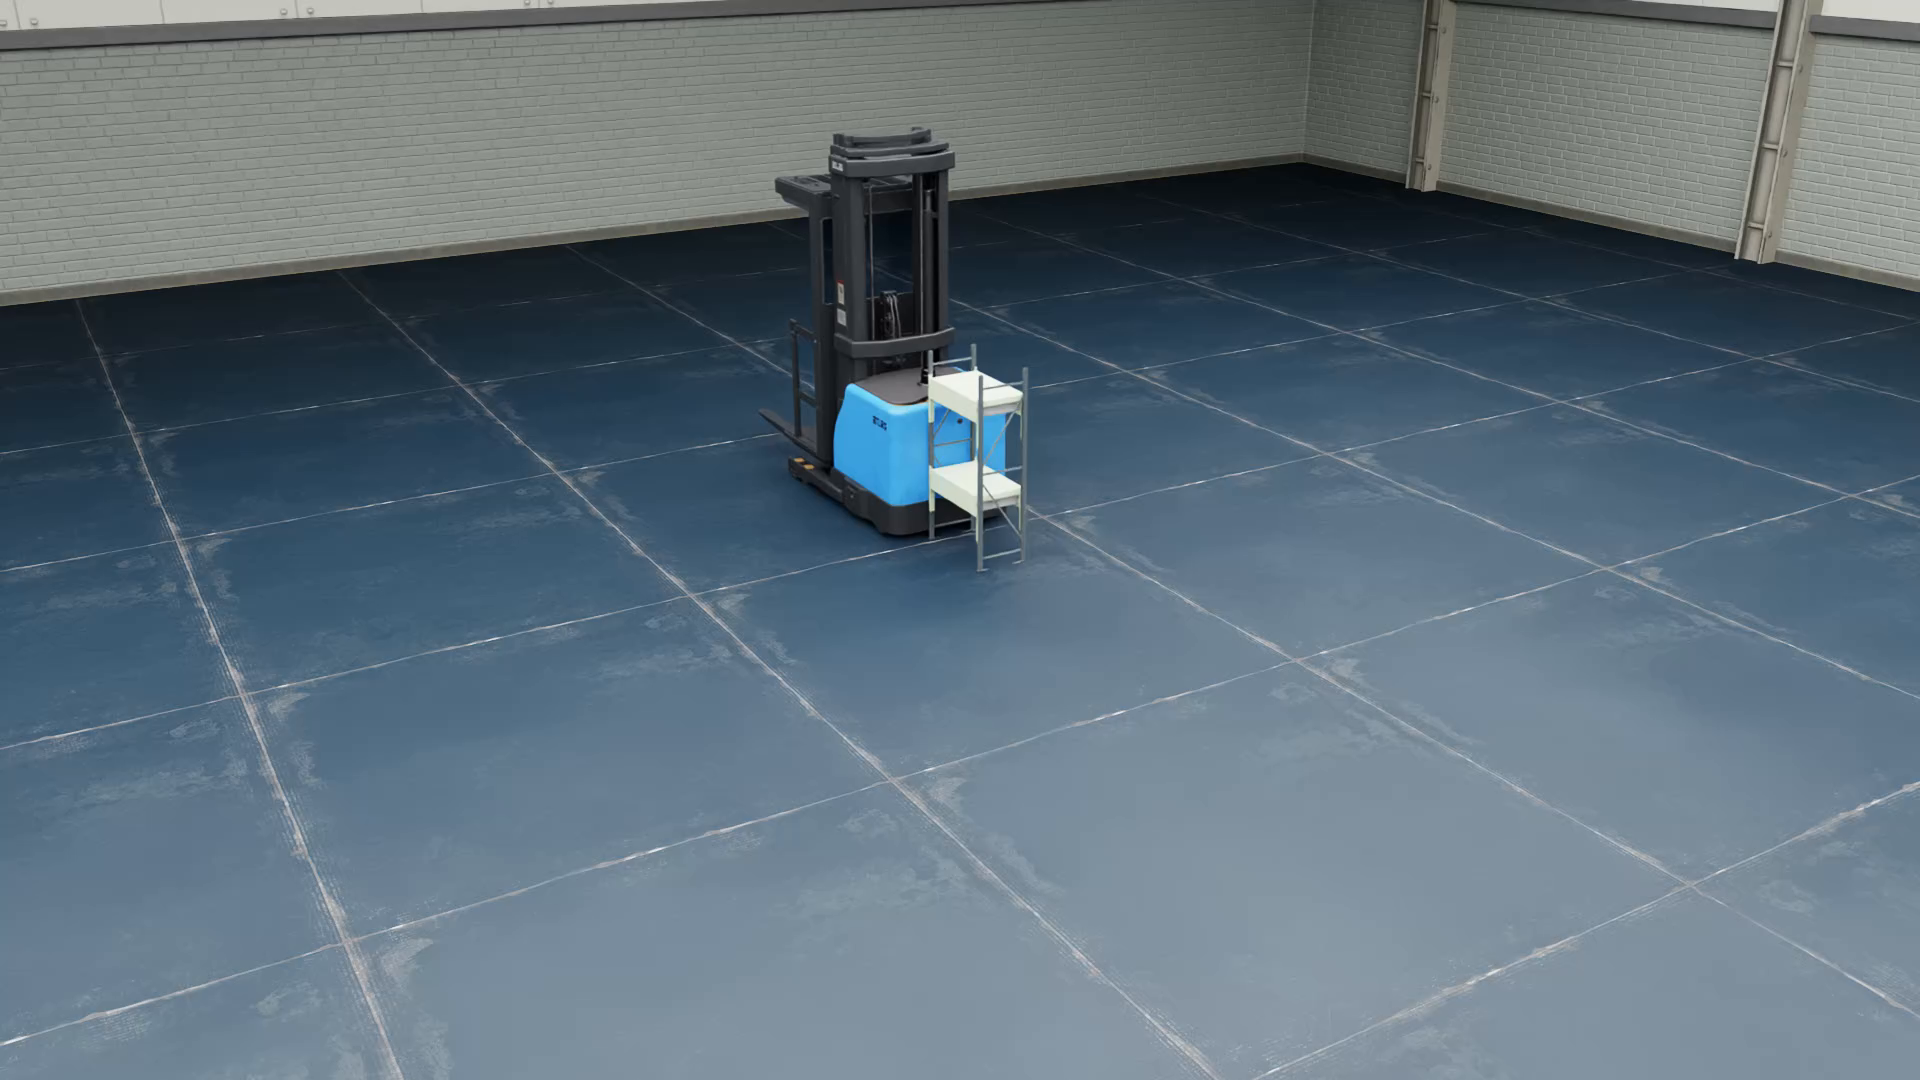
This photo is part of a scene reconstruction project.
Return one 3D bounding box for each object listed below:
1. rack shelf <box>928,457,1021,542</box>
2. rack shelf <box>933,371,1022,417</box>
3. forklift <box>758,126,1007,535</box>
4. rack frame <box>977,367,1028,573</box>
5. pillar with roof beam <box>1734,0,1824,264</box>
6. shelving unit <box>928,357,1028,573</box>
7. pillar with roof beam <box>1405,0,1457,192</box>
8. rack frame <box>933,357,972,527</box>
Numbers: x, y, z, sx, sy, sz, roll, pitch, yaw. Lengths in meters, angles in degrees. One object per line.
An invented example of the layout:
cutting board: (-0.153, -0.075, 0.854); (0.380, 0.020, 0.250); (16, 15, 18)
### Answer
rack shelf: (0.123, -0.312, 12.453); (0.431, 0.370, 0.720); (-12, 25, -27)
rack shelf: (0.123, -1.066, 12.146); (0.368, 0.124, 0.686); (-12, 25, -27)
forklift: (-0.800, -1.904, 13.602); (1.130, 2.935, 3.031); (-12, 25, -27)
rack frame: (0.305, -0.494, 12.036); (0.400, 1.500, 0.023); (-12, 25, -27)
pillar with roof beam: (6.757, -7.029, 18.153); (9.100, 9.000, 0.400); (-13, 25, -28)
shelving unit: (0.125, -0.613, 12.327); (0.431, 1.500, 0.748); (-12, 25, -27)
pillar with roof beam: (3.692, -8.971, 22.932); (9.100, 9.000, 0.400); (-13, 25, -28)
rack frame: (-0.060, -0.733, 12.624); (0.380, 1.308, 0.010); (-12, 25, -27)
